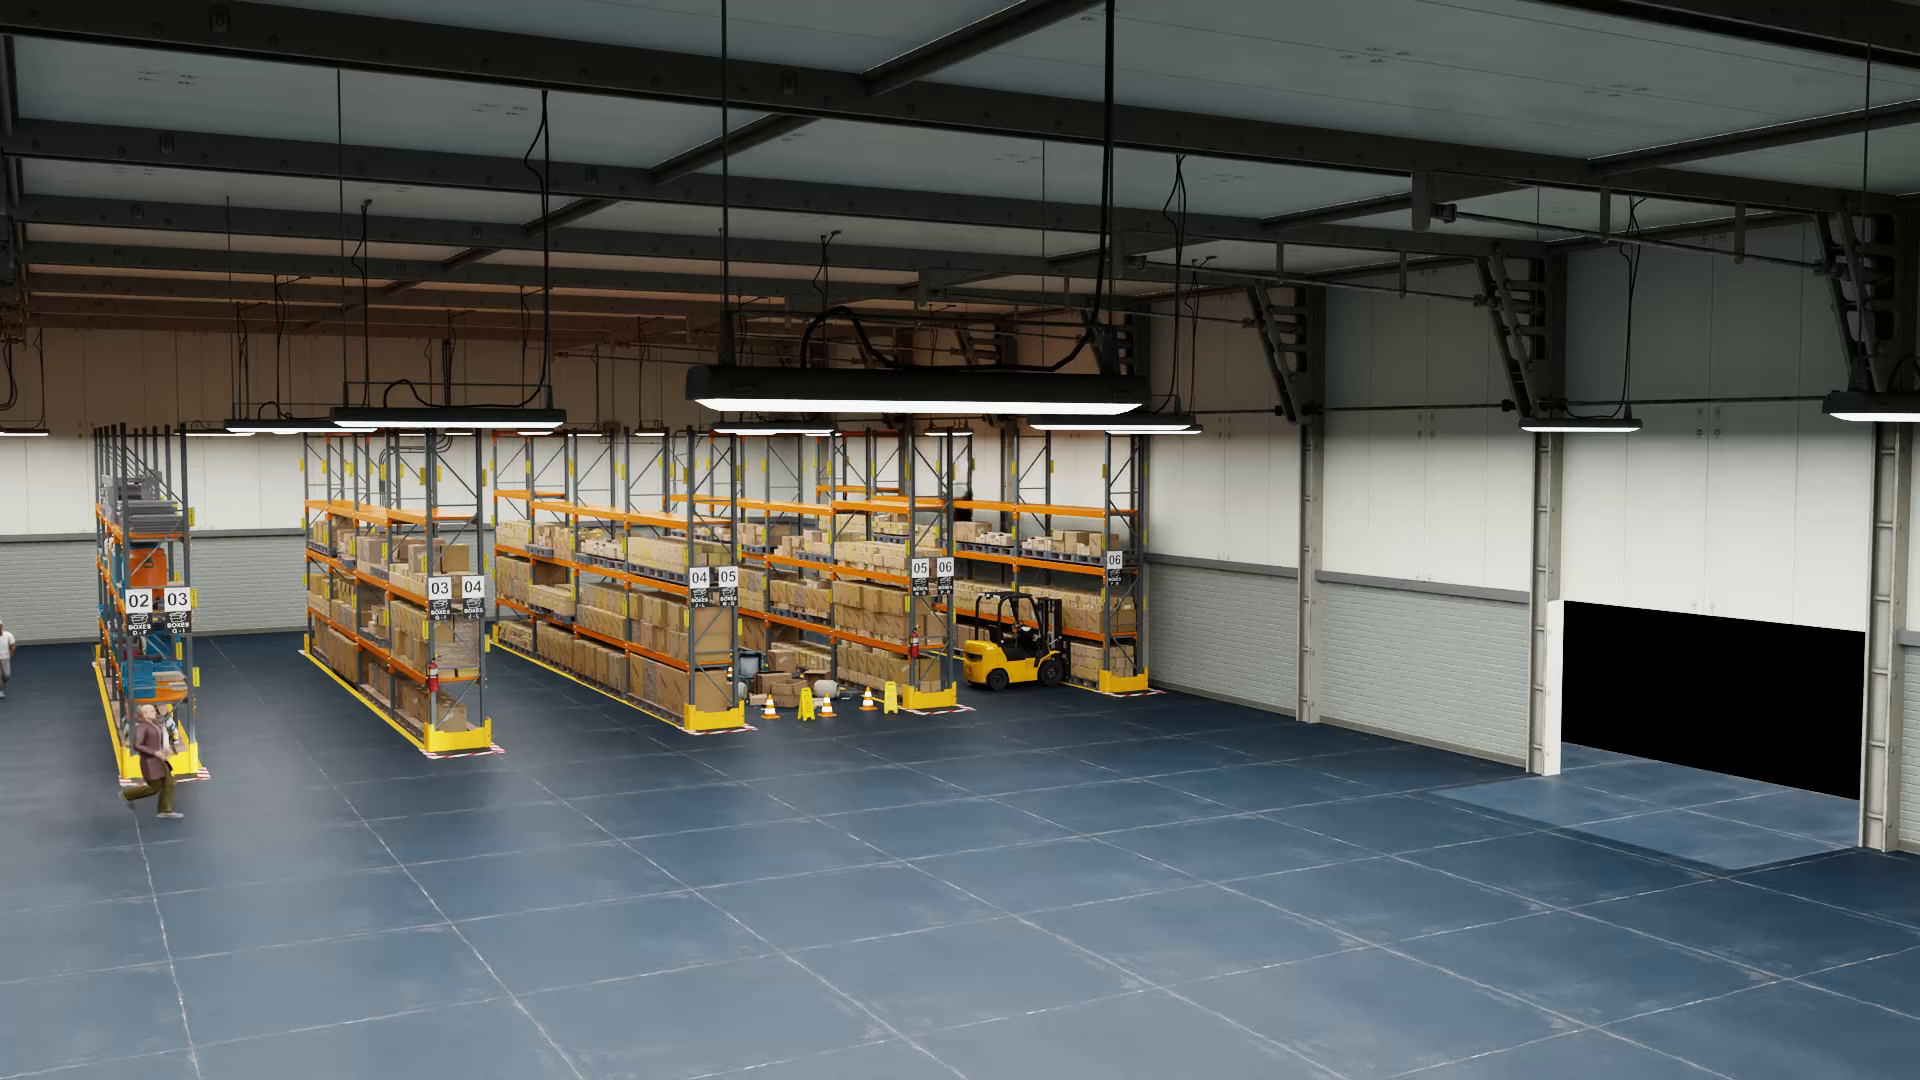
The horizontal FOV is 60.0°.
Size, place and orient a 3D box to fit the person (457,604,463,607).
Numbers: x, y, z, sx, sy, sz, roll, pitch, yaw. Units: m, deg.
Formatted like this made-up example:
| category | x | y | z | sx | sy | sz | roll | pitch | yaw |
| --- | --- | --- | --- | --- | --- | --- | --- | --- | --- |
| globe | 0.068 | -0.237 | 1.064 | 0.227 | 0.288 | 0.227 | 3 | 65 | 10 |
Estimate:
| category | x | y | z | sx | sy | sz | roll | pitch | yaw |
| --- | --- | --- | --- | --- | --- | --- | --- | --- | --- |
| person | -14.234 | 2.089 | 47.122 | 0.732 | 1.617 | 0.918 | 1 | 4 | 21 |

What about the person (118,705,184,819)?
| category | x | y | z | sx | sy | sz | roll | pitch | yaw |
| --- | --- | --- | --- | --- | --- | --- | --- | --- | --- |
| person | -12.189 | 3.343 | 25.047 | 0.904 | 1.744 | 0.725 | 0 | 3 | -4 |

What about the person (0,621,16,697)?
| category | x | y | z | sx | sy | sz | roll | pitch | yaw |
| --- | --- | --- | --- | --- | --- | --- | --- | --- | --- |
| person | -21.283 | 2.628 | 36.844 | 0.679 | 1.721 | 0.576 | -2 | 4 | -35 |

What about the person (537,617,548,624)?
| category | x | y | z | sx | sy | sz | roll | pitch | yaw |
| --- | --- | --- | --- | --- | --- | --- | --- | --- | --- |
| person | -12.350 | 2.028 | 48.380 | 0.753 | 1.523 | 0.612 | 1 | 4 | 22 |
